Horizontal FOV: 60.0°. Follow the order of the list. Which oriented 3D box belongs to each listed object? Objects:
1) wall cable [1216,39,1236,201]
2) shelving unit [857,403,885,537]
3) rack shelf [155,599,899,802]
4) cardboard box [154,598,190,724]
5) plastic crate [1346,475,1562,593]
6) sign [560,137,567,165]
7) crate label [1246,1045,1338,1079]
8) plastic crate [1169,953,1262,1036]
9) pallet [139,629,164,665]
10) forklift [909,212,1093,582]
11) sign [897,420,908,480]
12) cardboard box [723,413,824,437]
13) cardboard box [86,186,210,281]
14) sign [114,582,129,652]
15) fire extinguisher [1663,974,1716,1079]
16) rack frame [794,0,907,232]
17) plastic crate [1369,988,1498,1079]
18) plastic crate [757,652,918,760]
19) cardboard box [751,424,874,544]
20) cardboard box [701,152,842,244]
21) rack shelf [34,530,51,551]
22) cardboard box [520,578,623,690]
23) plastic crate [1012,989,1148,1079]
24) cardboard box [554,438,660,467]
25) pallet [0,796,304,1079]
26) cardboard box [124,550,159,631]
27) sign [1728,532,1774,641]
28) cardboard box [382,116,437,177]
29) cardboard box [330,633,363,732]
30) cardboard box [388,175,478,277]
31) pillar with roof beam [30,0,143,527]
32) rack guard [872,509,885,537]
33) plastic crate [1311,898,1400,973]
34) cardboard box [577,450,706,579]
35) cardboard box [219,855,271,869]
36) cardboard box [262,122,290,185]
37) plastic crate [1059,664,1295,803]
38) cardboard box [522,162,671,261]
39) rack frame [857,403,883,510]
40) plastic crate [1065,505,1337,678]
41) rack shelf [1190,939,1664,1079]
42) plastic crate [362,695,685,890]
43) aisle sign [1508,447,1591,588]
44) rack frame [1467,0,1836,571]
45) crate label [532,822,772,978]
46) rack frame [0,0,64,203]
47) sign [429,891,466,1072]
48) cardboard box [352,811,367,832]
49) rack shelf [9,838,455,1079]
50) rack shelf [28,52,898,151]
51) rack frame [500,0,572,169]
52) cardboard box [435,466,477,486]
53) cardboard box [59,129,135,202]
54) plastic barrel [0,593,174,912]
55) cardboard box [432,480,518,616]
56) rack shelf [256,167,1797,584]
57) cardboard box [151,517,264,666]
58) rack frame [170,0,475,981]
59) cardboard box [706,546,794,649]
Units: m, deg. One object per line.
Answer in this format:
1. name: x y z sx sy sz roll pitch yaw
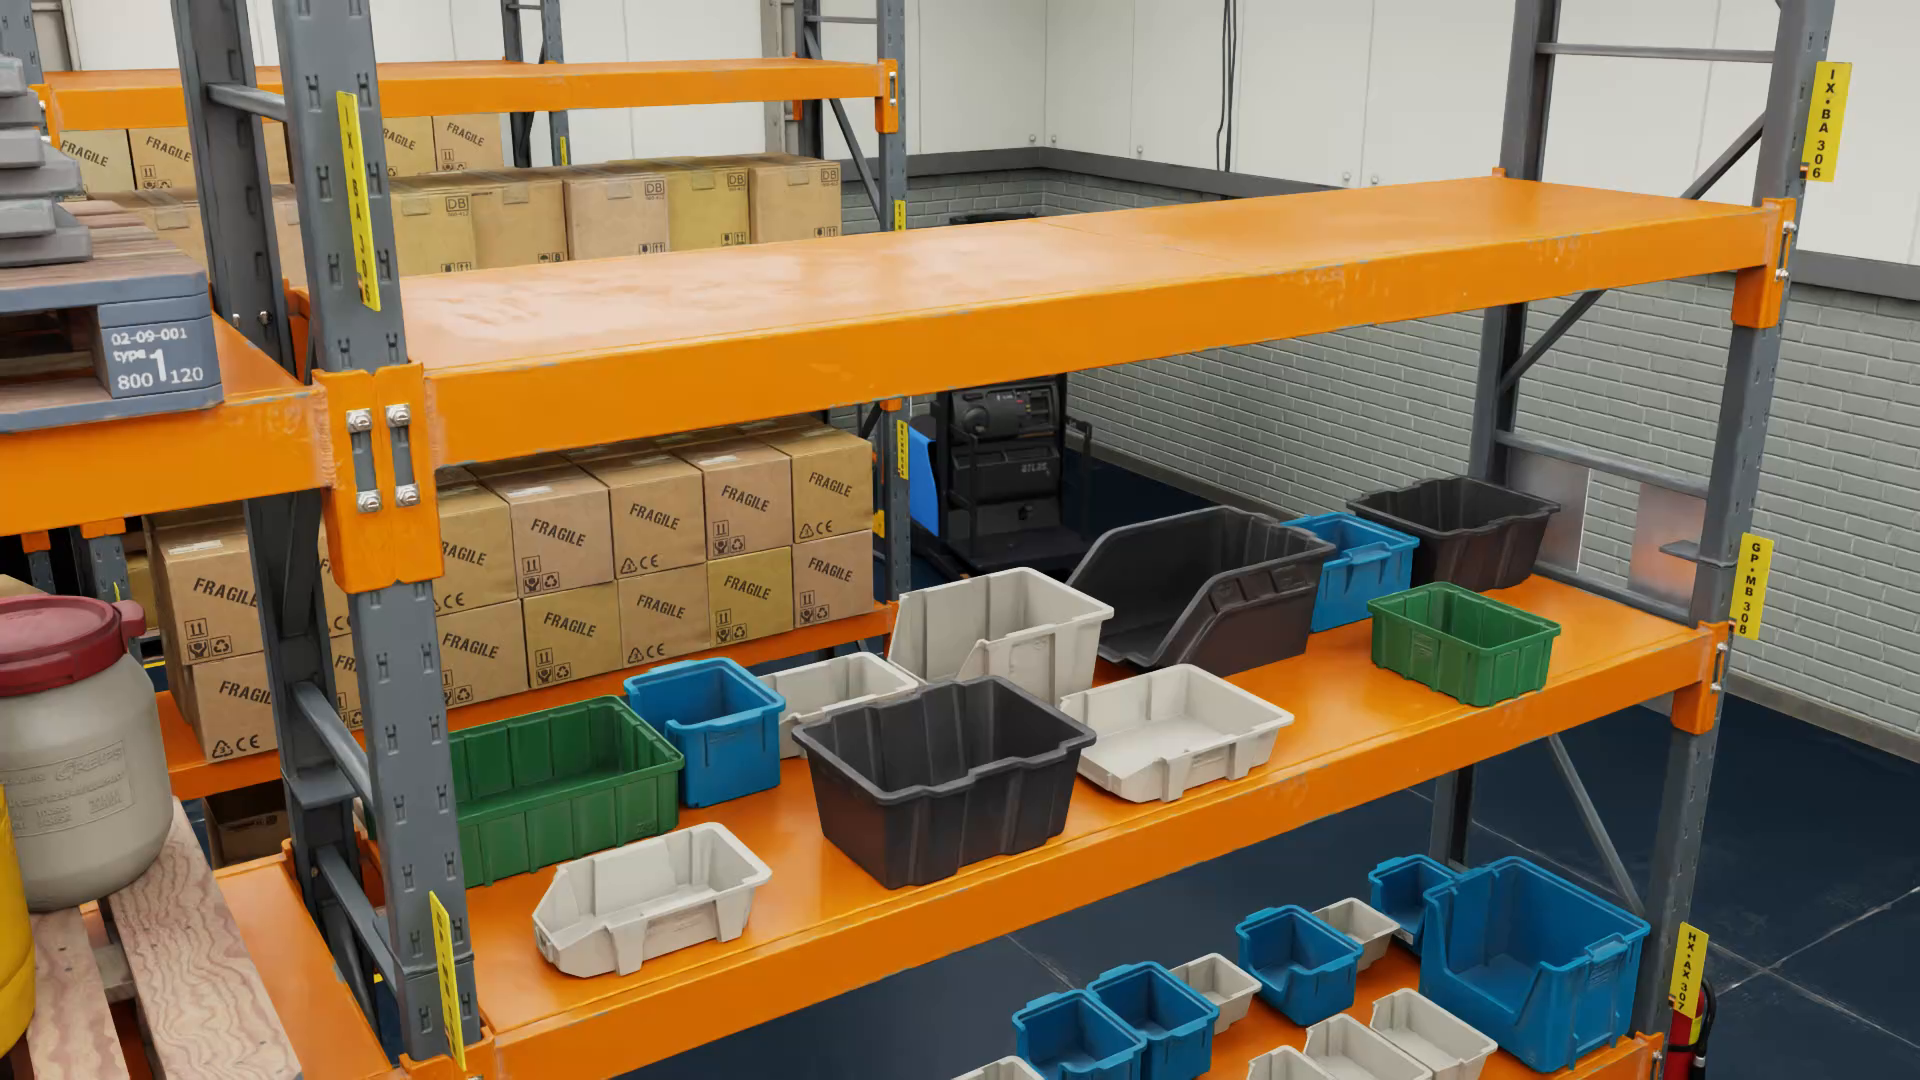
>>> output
1. wall cable: 1.586 -3.551 16.045 0.112 2.526 3.097 -12 22 -31
2. shelving unit: -0.339 -0.893 15.045 1.083 1.500 0.587 -9 20 -24
3. rack shelf: -2.277 0.739 9.000 4.000 0.370 1.077 -12 22 -31
4. cardboard box: -3.671 0.546 8.290 0.500 0.500 0.500 -11 22 -31
5. plastic crate: 1.640 0.005 5.566 0.590 0.269 0.497 -12 22 -31
6. sign: -3.047 -2.934 12.798 0.005 0.325 0.100 -12 22 -31
7. crate label: 1.064 1.762 5.166 0.243 0.136 0.396 -12 22 -31
8. plastic crate: 0.847 1.577 5.715 0.298 0.136 0.250 -12 22 -31
9. pallet: -5.997 0.634 12.541 1.213 0.211 1.003 -12 22 -31
10. forklift: 0.457 -1.051 13.279 1.130 2.935 3.031 -8 20 -22
11. sign: -0.318 -0.501 9.241 0.005 0.325 0.100 -12 22 -31
12. cardboard box: -1.122 -0.468 9.728 0.500 0.500 0.500 -11 22 -30
13. cardboard box: -3.562 -1.288 7.470 0.500 0.500 0.700 -12 22 -31
14. sign: -3.639 0.349 7.220 0.005 0.325 0.100 -12 22 -31
15. fire extinguisher: 2.490 1.679 5.797 0.183 0.674 0.296 -12 22 -31
16. rack frame: -0.607 -2.797 8.966 0.127 3.000 1.000 -12 22 -31
17. plastic crate: 1.533 1.660 5.470 0.243 0.136 0.396 -12 22 -31
18. plastic crate: -0.373 0.454 4.447 0.466 0.136 0.293 -12 22 -31
19. cardboard box: -0.827 -0.324 9.301 0.500 0.500 0.500 -12 22 -32
20. cardboard box: -1.027 -1.802 8.990 0.500 0.500 0.700 -12 22 -31
21. rack shelf: -5.005 -0.586 12.917 4.000 0.370 1.077 -12 22 -31
22. cardboard box: -2.103 0.417 8.671 0.500 0.500 0.500 -12 22 -32
23. plastic crate: 0.377 1.662 5.313 0.300 0.233 0.416 -12 22 -31
24. cardboard box: -1.975 -0.287 9.193 0.500 0.500 0.500 -12 22 -31
25. pallet: -1.827 0.908 2.986 1.003 0.211 1.213 -12 22 -31
26. cardboard box: -5.994 0.307 12.402 0.500 0.500 0.700 -12 22 -31
27. sign: 2.430 0.144 5.115 0.005 0.325 0.100 -12 22 -31
28. cardboard box: -4.219 -2.943 12.335 0.500 0.500 0.500 -11 22 -30
29. cardboard box: -2.946 0.595 8.146 0.500 0.500 0.500 -11 22 -30
30. cardboard box: -2.653 -1.428 7.884 0.500 0.500 0.700 -12 22 -31
31. pillar with roof beam: -4.198 -2.620 8.442 0.400 9.000 9.100 -12 22 -31
32. rack guard: -0.790 -0.234 15.045 0.087 0.250 0.587 -9 20 -24
33. plastic crate: 1.414 1.457 6.069 0.298 0.136 0.250 -12 22 -31
34. cardboard box: -1.679 -0.142 8.764 0.500 0.500 0.500 -11 22 -30
35. cardboard box: -3.478 1.799 8.250 0.500 0.311 0.500 -12 22 -31
36. cardboard box: -5.090 -2.757 11.784 0.500 0.500 0.500 -12 22 -31
37. plastic crate: 0.525 0.505 4.295 0.530 0.136 0.437 -12 22 -31
38. cardboard box: -1.850 -1.620 8.451 0.500 0.500 0.700 -12 22 -31
39. rack frame: -0.808 -0.823 14.837 0.032 1.500 0.500 -9 20 -24
40. plastic crate: 0.687 0.175 4.957 0.767 0.338 0.504 -12 22 -31
41. rack shelf: 0.444 2.064 5.079 4.000 0.370 1.077 -12 22 -31
42. plastic crate: -1.039 0.599 3.935 0.662 0.188 0.450 -12 22 -31
43. aisle sign: 2.011 0.047 5.862 0.004 0.787 0.394 -12 22 -31
44. rack frame: 2.114 -1.471 5.045 0.127 3.000 1.000 -12 22 -31
45. crate label: -0.659 0.771 3.510 0.466 0.136 0.293 -12 22 -31
46. rack frame: -3.947 -2.092 6.882 0.127 3.000 1.000 -12 22 -31
47. sign: -0.925 0.798 3.004 0.005 0.325 0.100 -12 22 -31
48. cardboard box: -3.347 1.634 8.993 0.250 0.149 0.380 -12 22 -31
49. rack shelf: -2.897 1.348 2.515 4.000 0.370 1.077 -12 22 -31
50. rack shelf: -2.277 -2.102 8.040 4.000 0.370 1.077 -12 22 -31
51. rack frame: -3.334 -4.121 12.883 0.127 3.000 1.000 -12 22 -31
52. cardboard box: -2.820 -0.109 8.666 0.500 0.500 0.500 -12 22 -31
53. cardboard box: -5.925 -2.576 11.250 0.500 0.500 0.500 -12 22 -32
54. plastic barrel: -1.804 0.417 3.276 0.433 0.535 0.433 0 19 0
55. cardboard box: -2.539 0.040 8.226 0.500 0.500 0.500 -13 22 -33
56. rack shelf: 0.444 -0.588 4.182 4.000 0.370 1.077 -12 22 -31
57. cardboard box: -3.399 0.221 7.690 0.500 0.500 0.500 -11 22 -30
58. rack frame: -1.226 -0.766 2.961 0.127 3.000 1.000 -12 22 -31
59. cardboard box: -1.262 0.242 9.189 0.500 0.500 0.500 -12 22 -31
